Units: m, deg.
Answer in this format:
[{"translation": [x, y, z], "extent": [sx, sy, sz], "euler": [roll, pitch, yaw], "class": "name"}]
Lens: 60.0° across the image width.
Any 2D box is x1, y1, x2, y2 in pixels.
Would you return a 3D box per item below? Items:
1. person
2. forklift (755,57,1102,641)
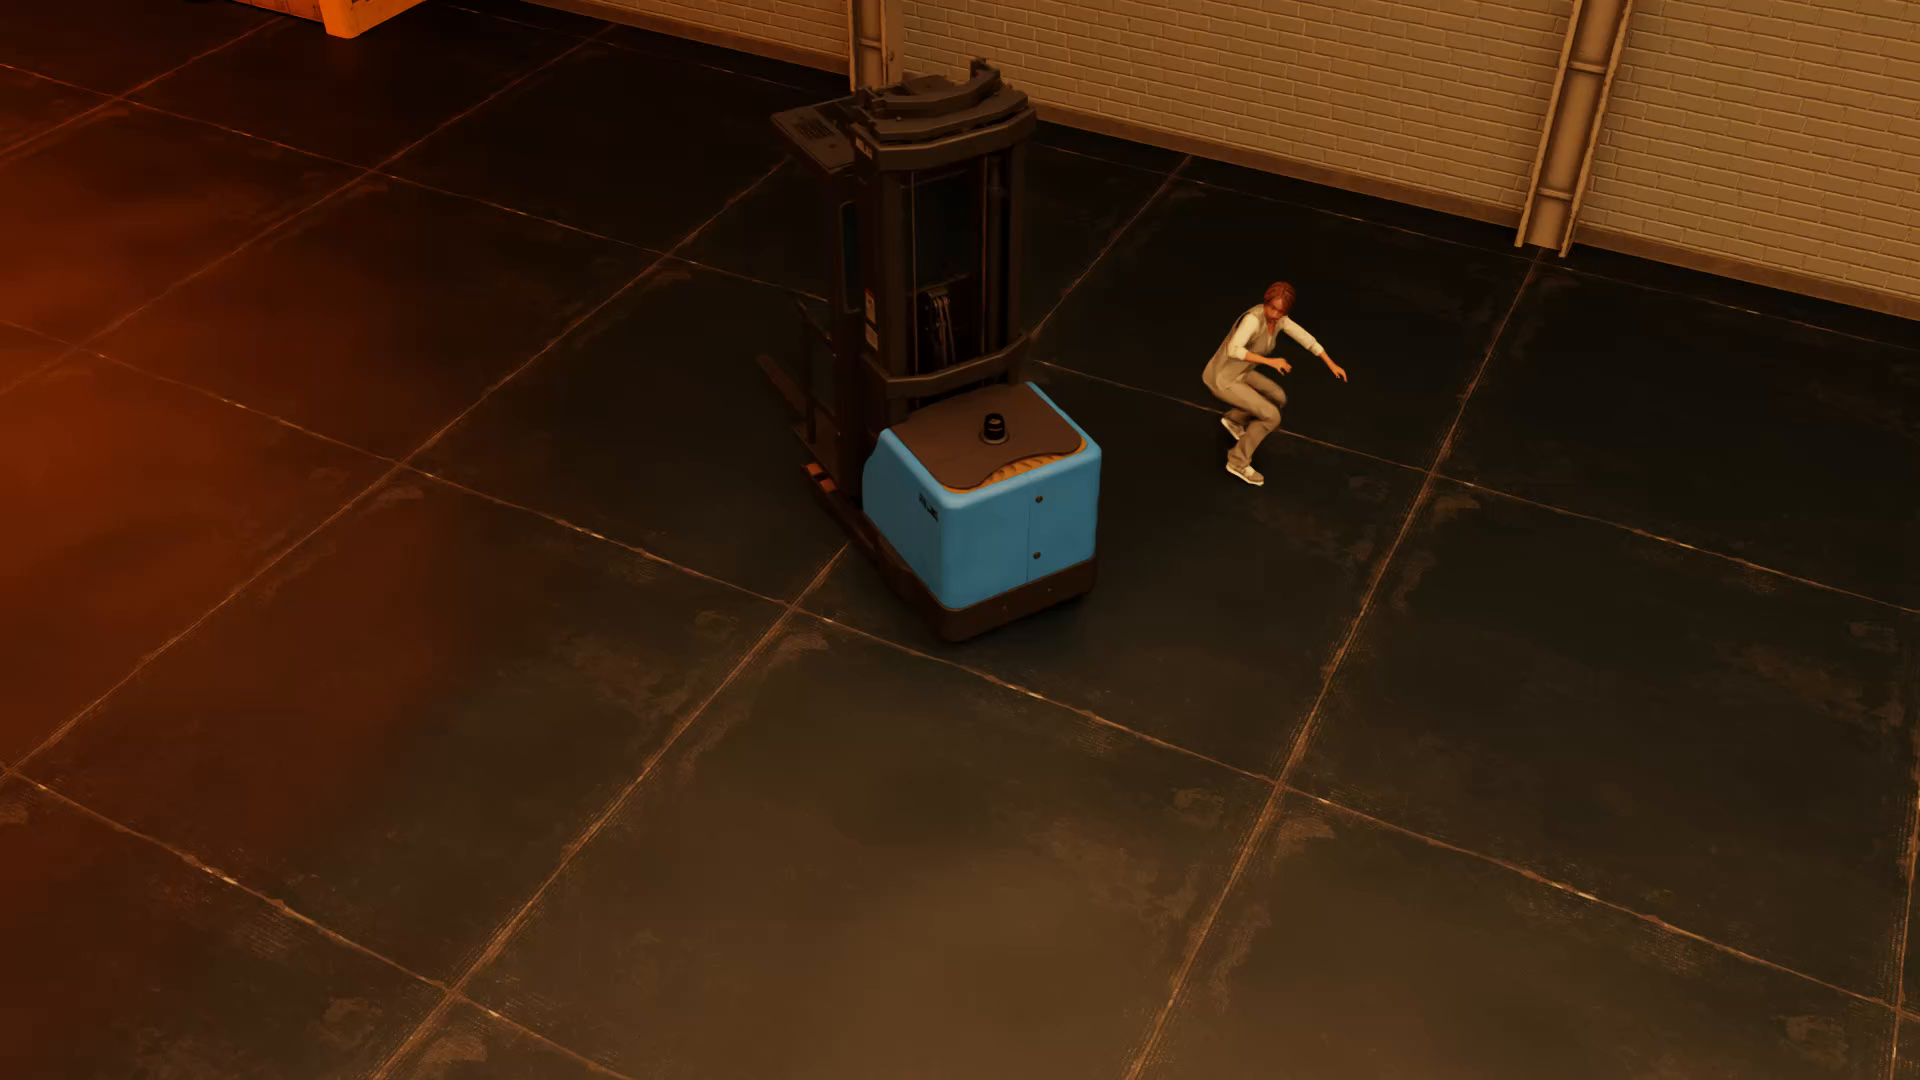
[{"translation": [1.936, -0.985, 10.404], "extent": [0.844, 1.337, 0.691], "euler": [18, 43, 20], "class": "person"}, {"translation": [-0.367, -1.476, 9.739], "extent": [1.130, 2.935, 3.031], "euler": [-20, 44, -22], "class": "forklift"}]
